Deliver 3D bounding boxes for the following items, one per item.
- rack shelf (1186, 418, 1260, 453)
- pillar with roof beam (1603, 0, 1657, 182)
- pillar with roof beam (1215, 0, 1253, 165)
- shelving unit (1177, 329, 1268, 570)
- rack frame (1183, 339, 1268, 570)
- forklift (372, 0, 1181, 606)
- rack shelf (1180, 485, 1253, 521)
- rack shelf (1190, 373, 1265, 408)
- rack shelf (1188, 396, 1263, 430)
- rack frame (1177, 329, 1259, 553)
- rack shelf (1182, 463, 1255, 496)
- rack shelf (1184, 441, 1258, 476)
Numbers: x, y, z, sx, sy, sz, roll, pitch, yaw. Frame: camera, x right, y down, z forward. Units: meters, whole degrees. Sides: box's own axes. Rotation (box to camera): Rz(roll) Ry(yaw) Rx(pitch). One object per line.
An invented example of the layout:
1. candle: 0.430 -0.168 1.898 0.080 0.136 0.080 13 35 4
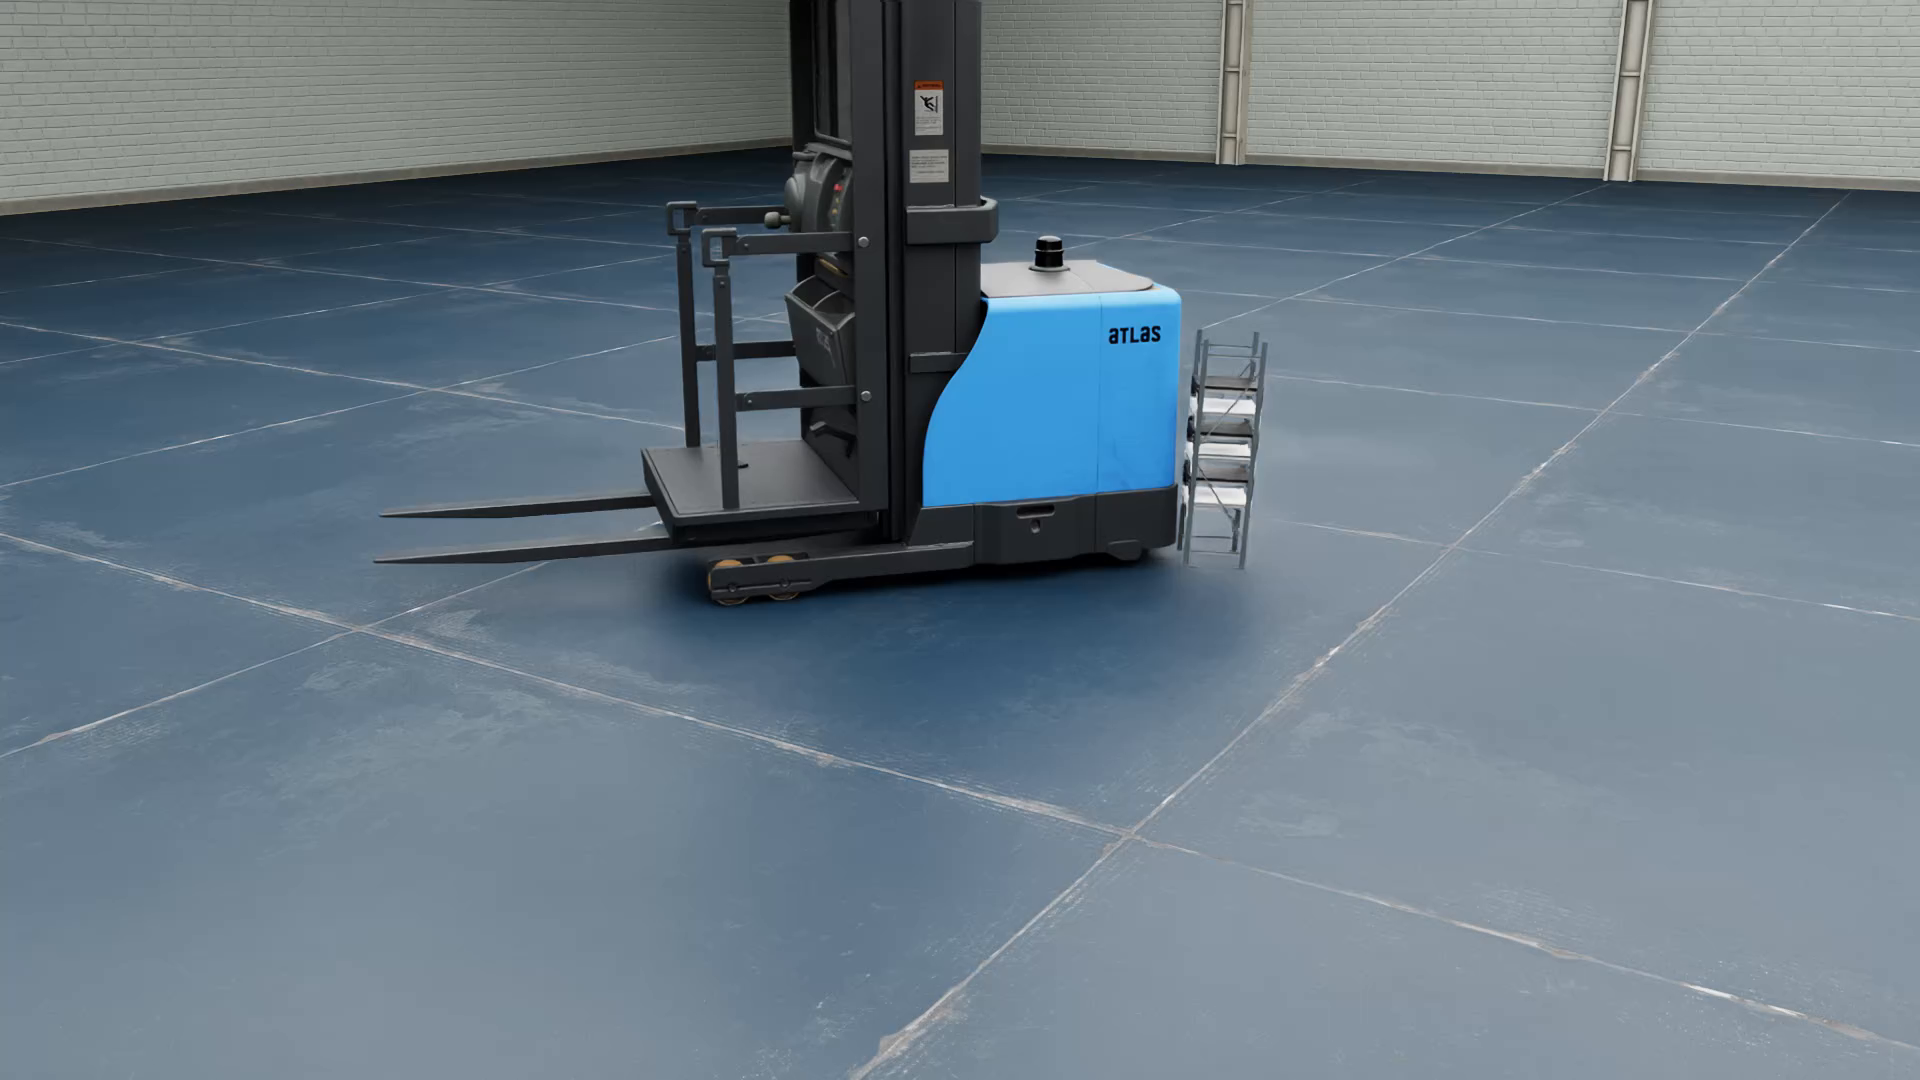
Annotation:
1. rack shelf: 1.016 -0.404 6.441 0.258 0.077 0.200 3 18 0
2. pillar with roof beam: 7.241 -8.419 19.114 0.400 9.000 9.100 10 20 30
3. pillar with roof beam: 2.128 -9.331 22.118 0.400 9.000 9.100 10 20 30
4. shelving unit: 1.013 -0.350 6.458 0.258 0.900 0.210 3 18 0
5. rack frame: 1.012 -0.319 6.361 0.240 0.900 0.006 3 18 0
6. forklift: -0.716 -1.332 6.224 3.031 2.935 1.130 -5 18 -16
7. rack shelf: 1.003 -0.147 6.522 0.258 0.077 0.200 3 18 0
8. rack shelf: 1.024 -0.575 6.386 0.258 0.077 0.200 3 18 0
9. rack shelf: 1.020 -0.490 6.413 0.258 0.077 0.200 3 18 0
10. rack frame: 1.014 -0.381 6.555 0.240 0.900 0.006 3 18 0
11. rack shelf: 1.007 -0.233 6.495 0.258 0.077 0.200 3 18 0
12. rack shelf: 1.011 -0.318 6.468 0.258 0.077 0.200 3 18 0
